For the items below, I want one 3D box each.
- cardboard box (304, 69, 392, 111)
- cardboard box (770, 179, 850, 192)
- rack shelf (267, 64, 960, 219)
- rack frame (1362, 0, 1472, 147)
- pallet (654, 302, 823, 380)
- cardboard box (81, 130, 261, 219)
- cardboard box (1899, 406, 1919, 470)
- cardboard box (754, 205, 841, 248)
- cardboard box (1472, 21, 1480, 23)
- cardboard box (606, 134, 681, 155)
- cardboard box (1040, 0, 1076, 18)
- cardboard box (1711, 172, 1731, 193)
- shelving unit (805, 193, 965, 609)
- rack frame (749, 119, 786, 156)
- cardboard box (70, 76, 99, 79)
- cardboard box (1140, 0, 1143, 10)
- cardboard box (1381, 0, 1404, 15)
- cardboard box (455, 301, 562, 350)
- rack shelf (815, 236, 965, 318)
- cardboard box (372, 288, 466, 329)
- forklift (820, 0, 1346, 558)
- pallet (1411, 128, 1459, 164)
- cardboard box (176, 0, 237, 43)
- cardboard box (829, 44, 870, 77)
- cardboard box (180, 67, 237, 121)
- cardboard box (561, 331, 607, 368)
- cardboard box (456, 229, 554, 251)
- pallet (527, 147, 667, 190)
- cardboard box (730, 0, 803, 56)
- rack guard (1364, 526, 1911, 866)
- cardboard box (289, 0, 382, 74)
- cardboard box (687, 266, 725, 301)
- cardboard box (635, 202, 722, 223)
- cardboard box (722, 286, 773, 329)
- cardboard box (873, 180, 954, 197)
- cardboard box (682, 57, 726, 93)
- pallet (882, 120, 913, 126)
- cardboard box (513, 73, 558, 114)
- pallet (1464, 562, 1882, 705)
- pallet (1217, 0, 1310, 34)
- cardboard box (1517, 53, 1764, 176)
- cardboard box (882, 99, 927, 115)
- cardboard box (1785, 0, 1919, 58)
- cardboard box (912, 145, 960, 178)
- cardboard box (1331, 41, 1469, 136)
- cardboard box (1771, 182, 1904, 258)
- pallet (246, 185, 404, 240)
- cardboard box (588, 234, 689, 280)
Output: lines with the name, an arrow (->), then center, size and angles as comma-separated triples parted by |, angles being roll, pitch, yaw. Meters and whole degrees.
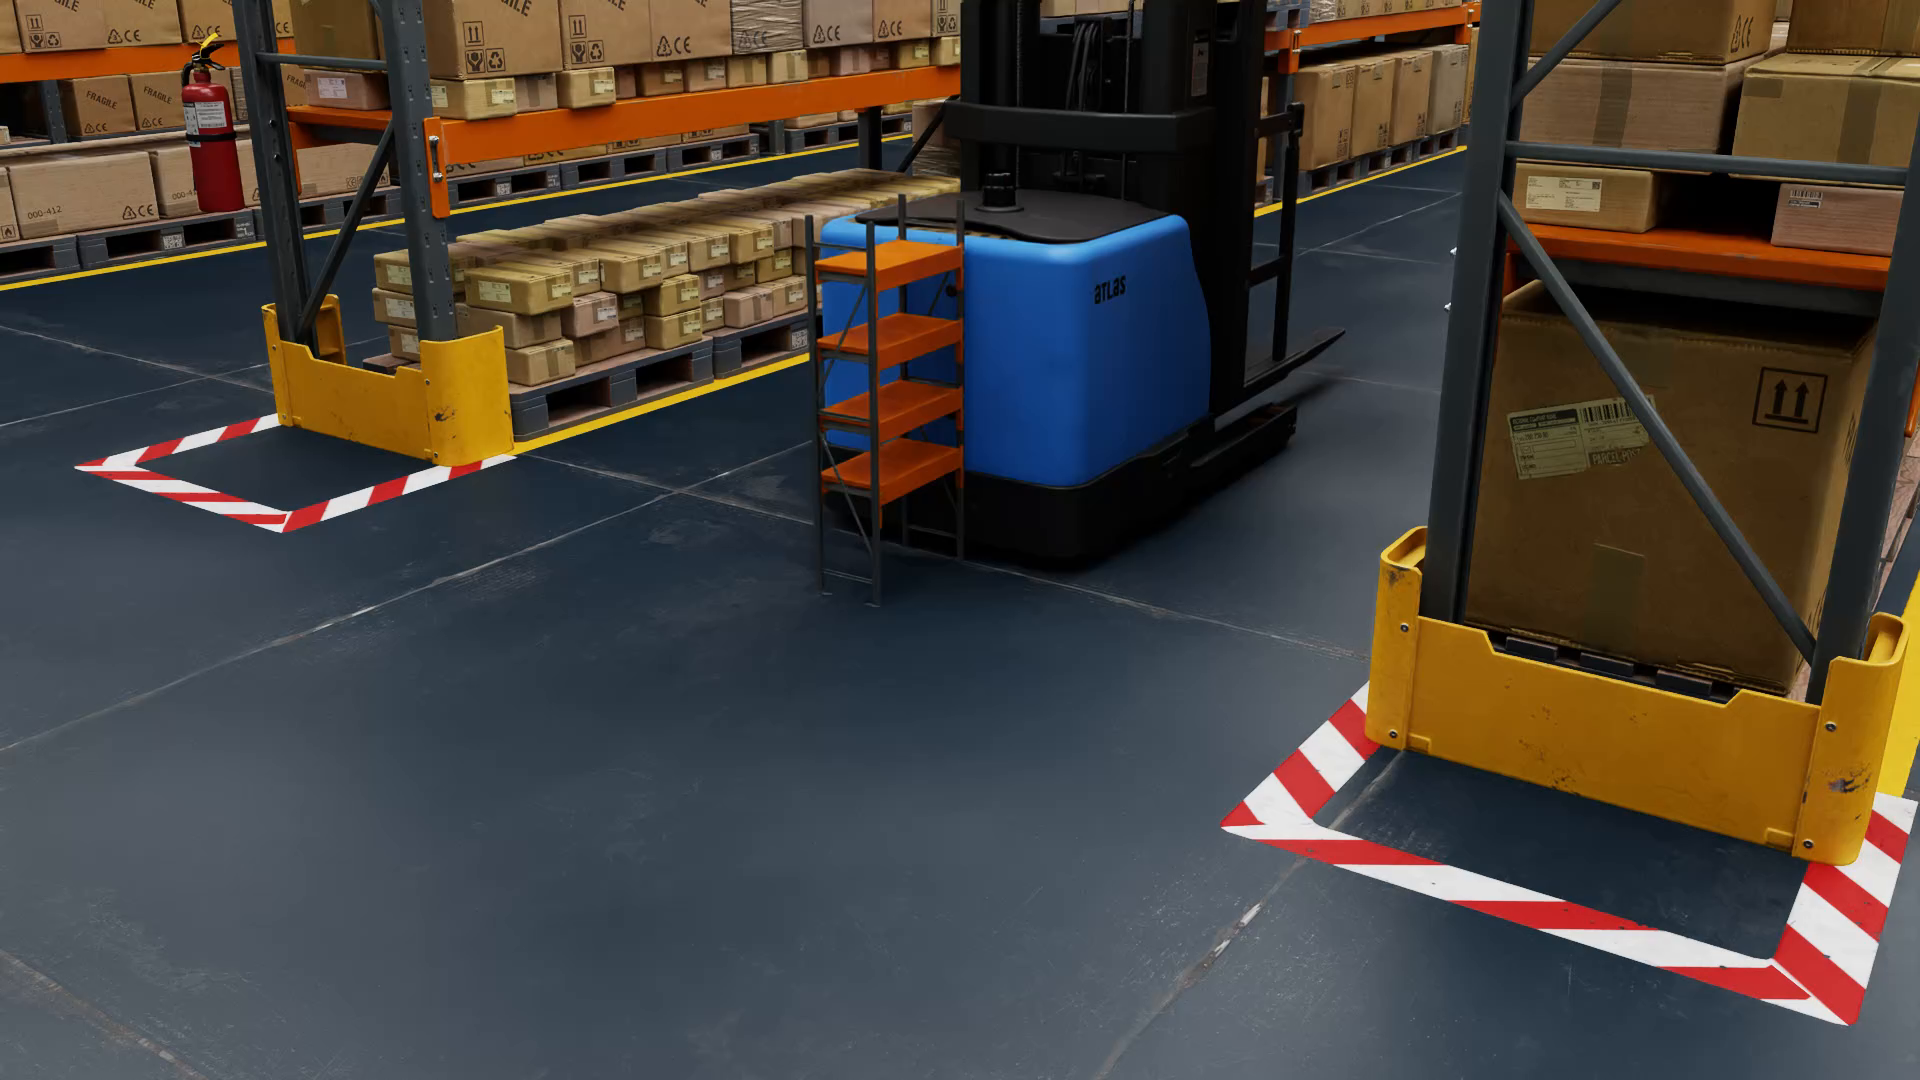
cardboard box -> -2.462, -1.856, 6.821 | 0.380, 0.149, 0.250 | 13, 24, 32
cardboard box -> -0.834, -1.904, 9.234 | 0.380, 0.149, 0.250 | 13, 24, 31
rack shelf -> -1.288, -2.062, 8.052 | 1.077, 0.370, 4.000 | 13, 24, 32
rack frame -> 4.334, -5.268, 15.684 | 1.000, 3.000, 0.127 | 13, 24, 32
pallet -> -1.197, -1.114, 8.472 | 1.003, 0.211, 1.213 | 13, 24, 32
cardboard box -> -5.258, -2.488, 11.256 | 0.875, 0.438, 0.875 | 12, 24, 30
cardboard box -> 2.939, -0.745, 5.913 | 0.875, 0.875, 0.875 | 13, 24, 32
cardboard box -> -0.820, -1.570, 8.333 | 0.380, 0.149, 0.250 | 12, 24, 30
cardboard box -> 5.249, -4.895, 17.132 | 0.875, 0.875, 0.875 | 13, 24, 32
cardboard box -> -3.027, -3.820, 14.227 | 0.875, 0.875, 0.875 | 14, 24, 32
cardboard box -> 0.439, -3.075, 9.512 | 0.380, 0.149, 0.250 | 12, 23, 29
cardboard box -> 1.990, -1.096, 4.766 | 0.380, 0.149, 0.250 | 14, 24, 33
shelving unit -> -0.221, -0.442, 5.231 | 0.258, 1.200, 0.503 | 12, 24, 30
rack frame -> -2.065, -5.057, 15.112 | 1.000, 3.000, 0.127 | 13, 24, 32
cardboard box -> -7.999, -4.256, 15.010 | 0.380, 0.149, 0.250 | 15, 25, 34
cardboard box -> 1.018, -3.372, 10.314 | 0.380, 0.149, 0.250 | 12, 23, 29
cardboard box -> 3.410, -4.677, 13.942 | 0.500, 0.500, 0.500 | 13, 24, 31
cardboard box -> -1.905, -0.925, 7.017 | 0.380, 0.149, 0.250 | 14, 25, 34
rack shelf -> -0.221, -0.811, 5.095 | 0.258, 0.148, 0.480 | 12, 24, 30
cardboard box -> -2.351, -1.032, 7.306 | 0.380, 0.149, 0.250 | 13, 24, 30
forklift -> 0.723, -1.775, 6.340 | 1.130, 2.935, 3.031 | 12, 24, 30
pallet -> 3.962, -3.724, 15.529 | 1.003, 0.211, 1.213 | 13, 24, 32
cardboard box -> -4.918, -3.477, 10.698 | 0.500, 0.500, 0.500 | 13, 24, 31
cardboard box -> -0.678, -2.414, 8.330 | 0.380, 0.149, 0.250 | 12, 23, 30
cardboard box -> -7.388, -4.293, 16.044 | 0.500, 0.500, 0.500 | 12, 24, 30
cardboard box -> -1.773, -0.864, 7.281 | 0.380, 0.149, 0.250 | 13, 24, 32
cardboard box -> -2.095, -1.325, 7.671 | 0.380, 0.149, 0.250 | 13, 24, 31
pallet -> -3.257, -3.189, 14.082 | 1.003, 0.211, 1.213 | 13, 24, 32
cardboard box -> -1.084, -2.531, 7.710 | 0.500, 0.500, 0.500 | 13, 24, 30
rack guard -> 1.620, 0.350, 4.097 | 1.175, 0.500, 0.348 | 13, 24, 32
cardboard box -> -2.372, -2.191, 6.791 | 0.500, 0.500, 0.500 | 14, 24, 33
cardboard box -> -1.335, -1.227, 7.834 | 0.380, 0.149, 0.250 | 12, 23, 29
cardboard box -> -1.428, -1.610, 8.440 | 0.380, 0.149, 0.250 | 13, 24, 32
cardboard box -> -1.128, -1.135, 8.013 | 0.380, 0.149, 0.250 | 12, 23, 29
cardboard box -> -0.259, -1.878, 9.165 | 0.380, 0.149, 0.250 | 14, 24, 32
cardboard box -> -1.287, -2.124, 7.545 | 0.380, 0.149, 0.250 | 13, 24, 31
pallet -> -0.253, -4.673, 18.094 | 1.003, 0.211, 1.213 | 13, 24, 32
cardboard box -> -1.850, -1.818, 6.717 | 0.380, 0.149, 0.250 | 14, 25, 34
pallet -> 2.018, 0.234, 4.827 | 1.003, 0.211, 1.213 | 13, 24, 32
pallet -> 1.773, -3.805, 12.005 | 1.213, 0.211, 1.003 | 13, 24, 32
cardboard box -> 1.686, -1.089, 4.172 | 0.500, 0.250, 0.500 | 13, 24, 31
cardboard box -> -0.900, -4.611, 17.090 | 0.950, 0.372, 0.625 | 14, 25, 34
cardboard box -> 2.408, -1.478, 4.144 | 0.500, 0.500, 0.500 | 13, 24, 31
cardboard box -> 0.044, -2.259, 10.546 | 0.500, 0.500, 0.500 | 13, 24, 31
cardboard box -> 4.059, -4.214, 15.472 | 1.050, 0.750, 0.750 | 13, 24, 32
cardboard box -> 2.106, -0.749, 3.827 | 0.380, 0.149, 0.250 | 14, 24, 32
pallet -> -4.806, -2.399, 11.945 | 1.003, 0.211, 1.213 | 13, 24, 32
cardboard box -> -1.462, -1.285, 7.563 | 0.380, 0.149, 0.250 | 12, 23, 29
